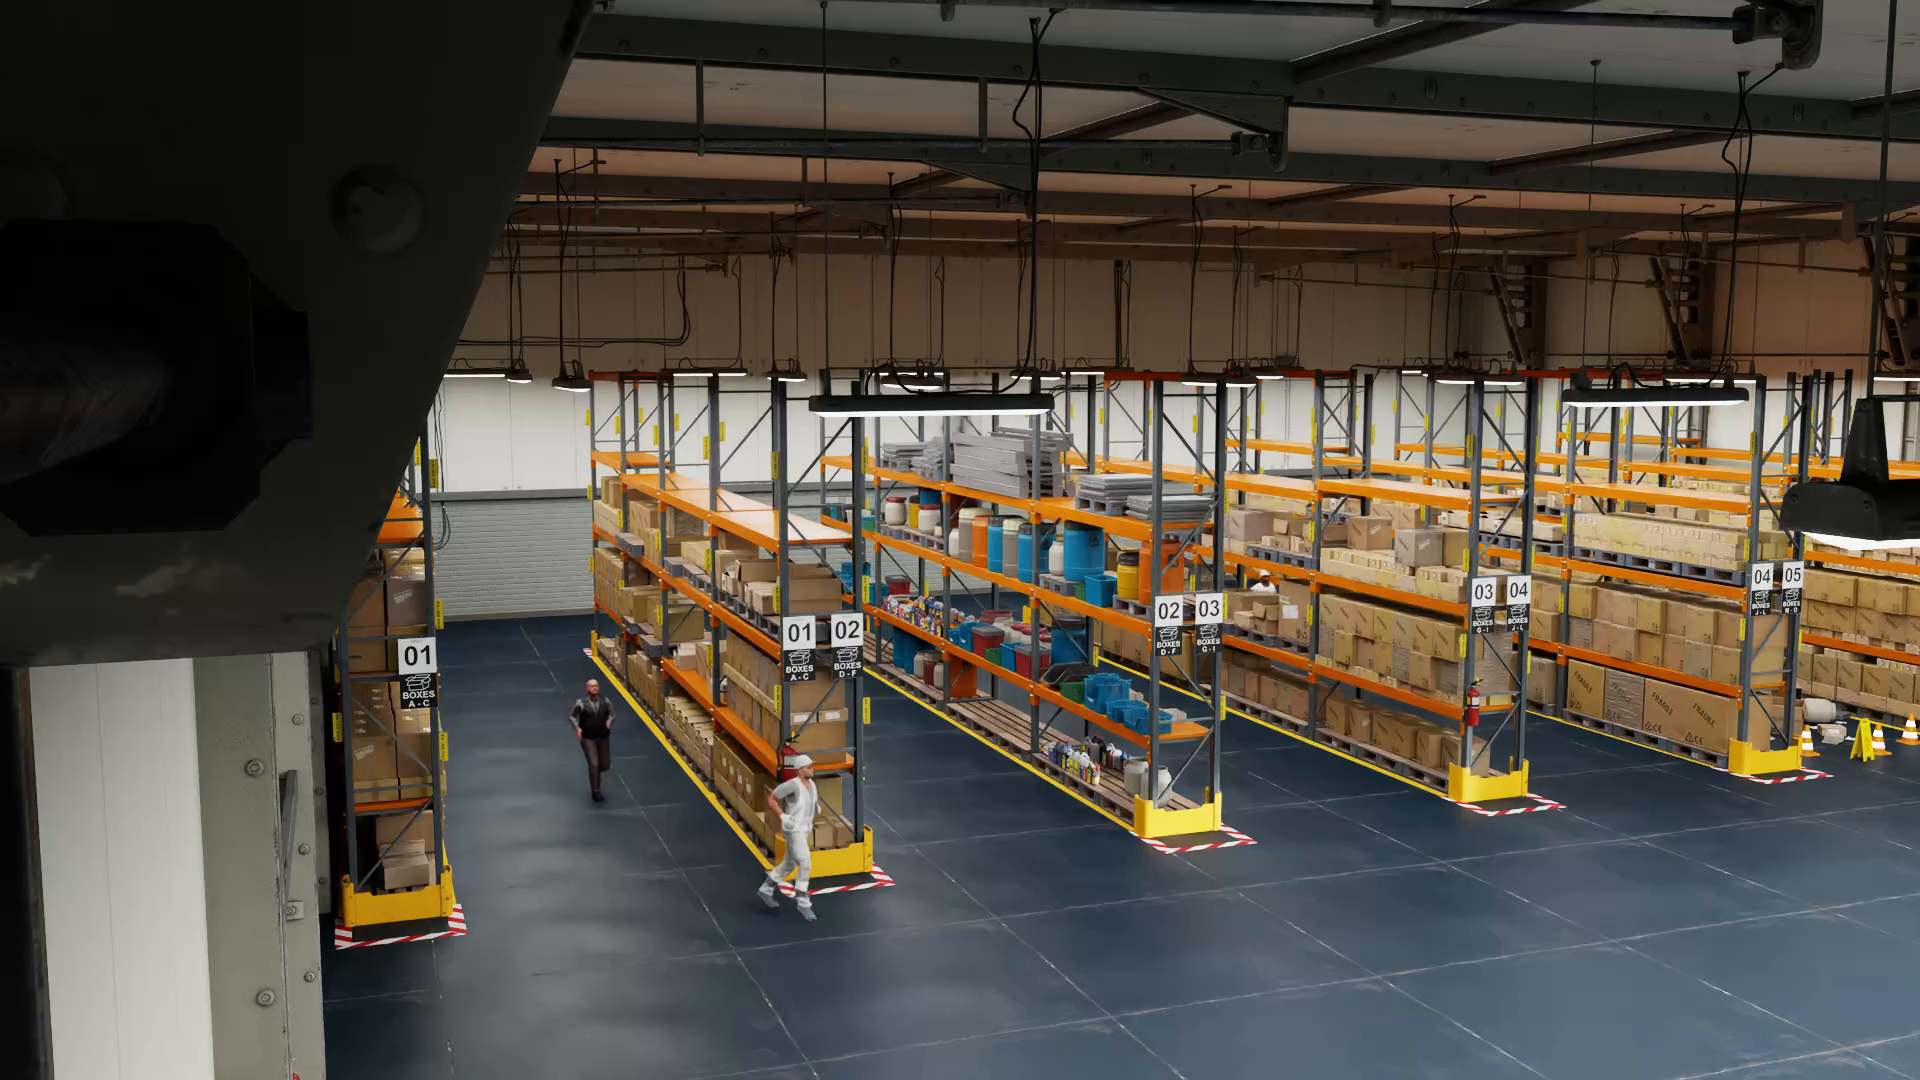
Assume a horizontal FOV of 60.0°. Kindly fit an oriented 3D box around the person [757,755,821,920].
[{"bbox_3d":[-1.883,3.349,18.990,0.819,1.827,0.659,3,7,22],"label":"person"}]

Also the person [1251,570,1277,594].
[{"bbox_3d":[6.554,1.503,35.665,0.712,1.727,0.806,-2,7,-18],"label":"person"}]

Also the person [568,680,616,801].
[{"bbox_3d":[-5.250,2.838,23.832,0.668,1.689,0.803,-3,7,-27],"label":"person"}]
